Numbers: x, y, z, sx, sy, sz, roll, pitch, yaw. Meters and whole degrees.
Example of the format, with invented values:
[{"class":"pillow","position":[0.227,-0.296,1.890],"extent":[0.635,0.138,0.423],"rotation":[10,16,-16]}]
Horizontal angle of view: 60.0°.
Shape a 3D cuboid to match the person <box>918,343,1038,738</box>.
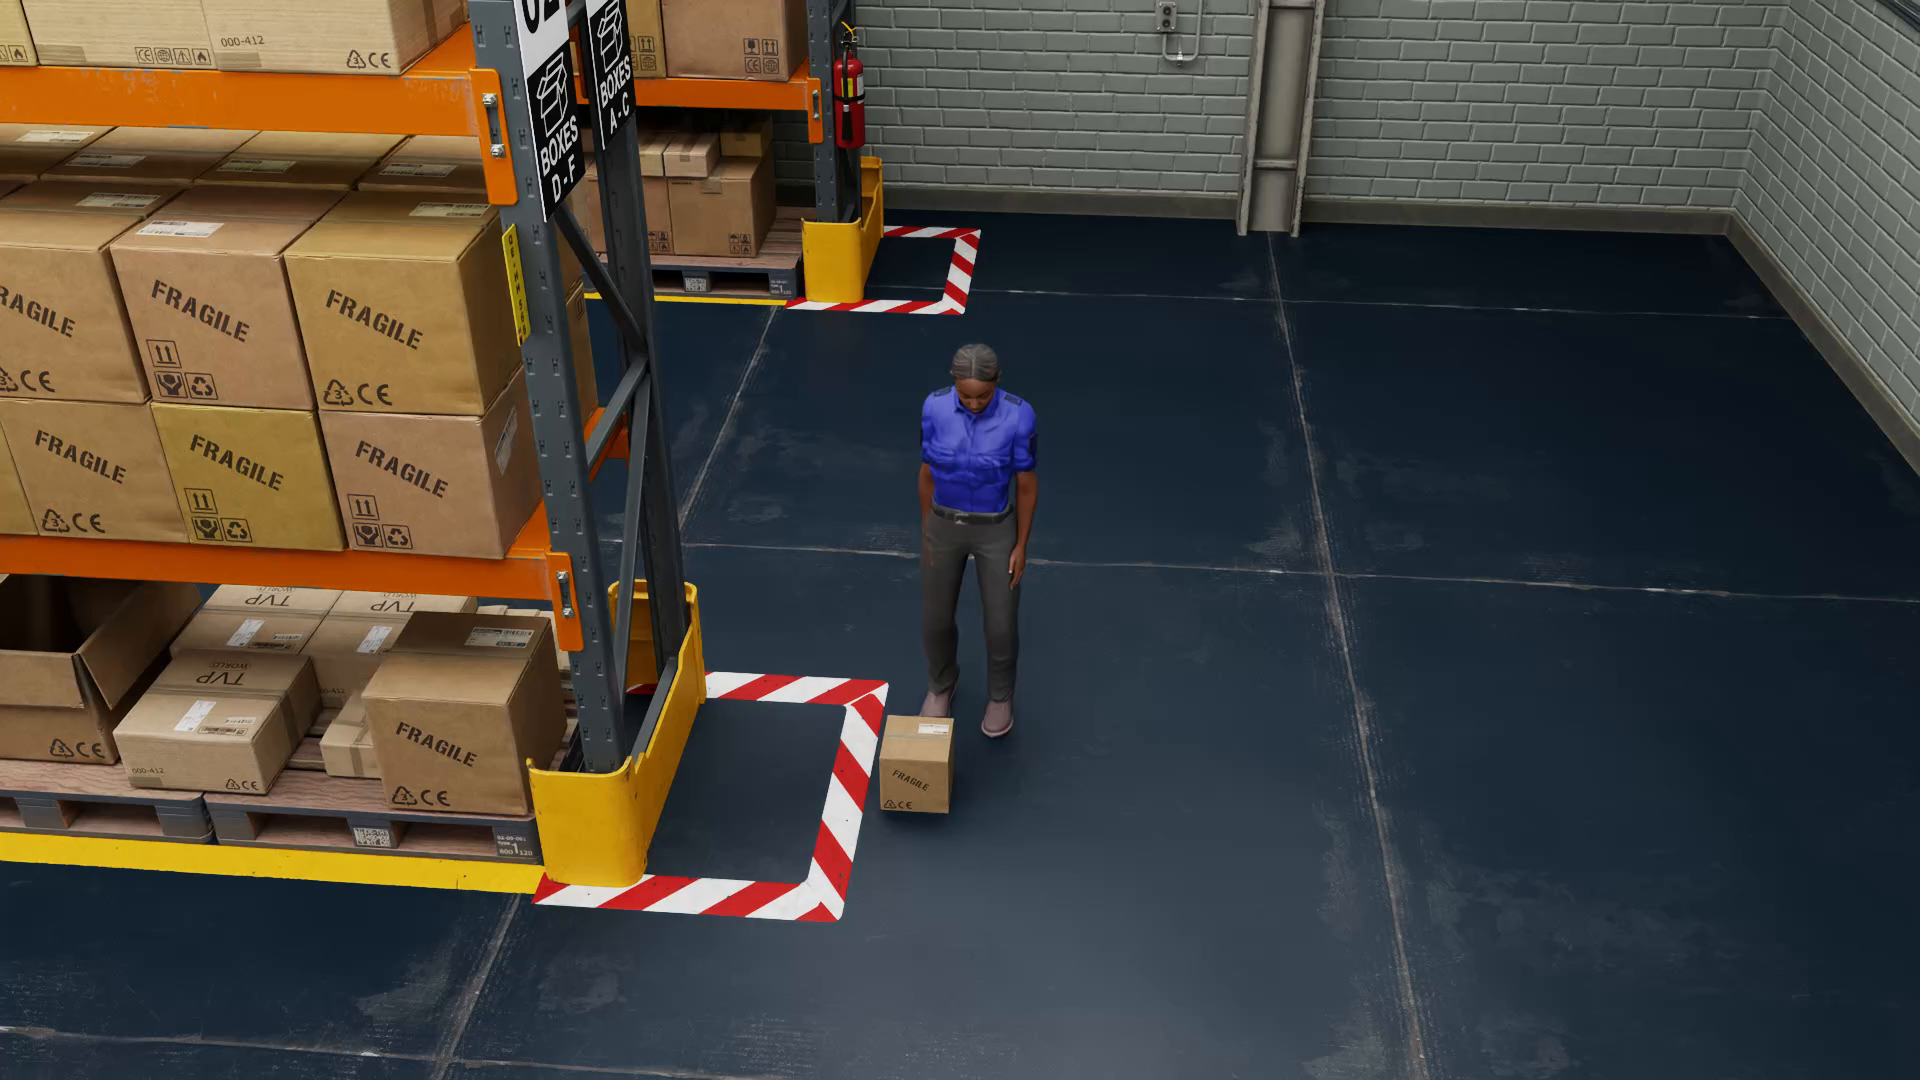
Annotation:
[{"class":"person","position":[0.064,-0.005,6.181],"extent":[0.446,1.637,0.330],"rotation":[6,33,10]}]
